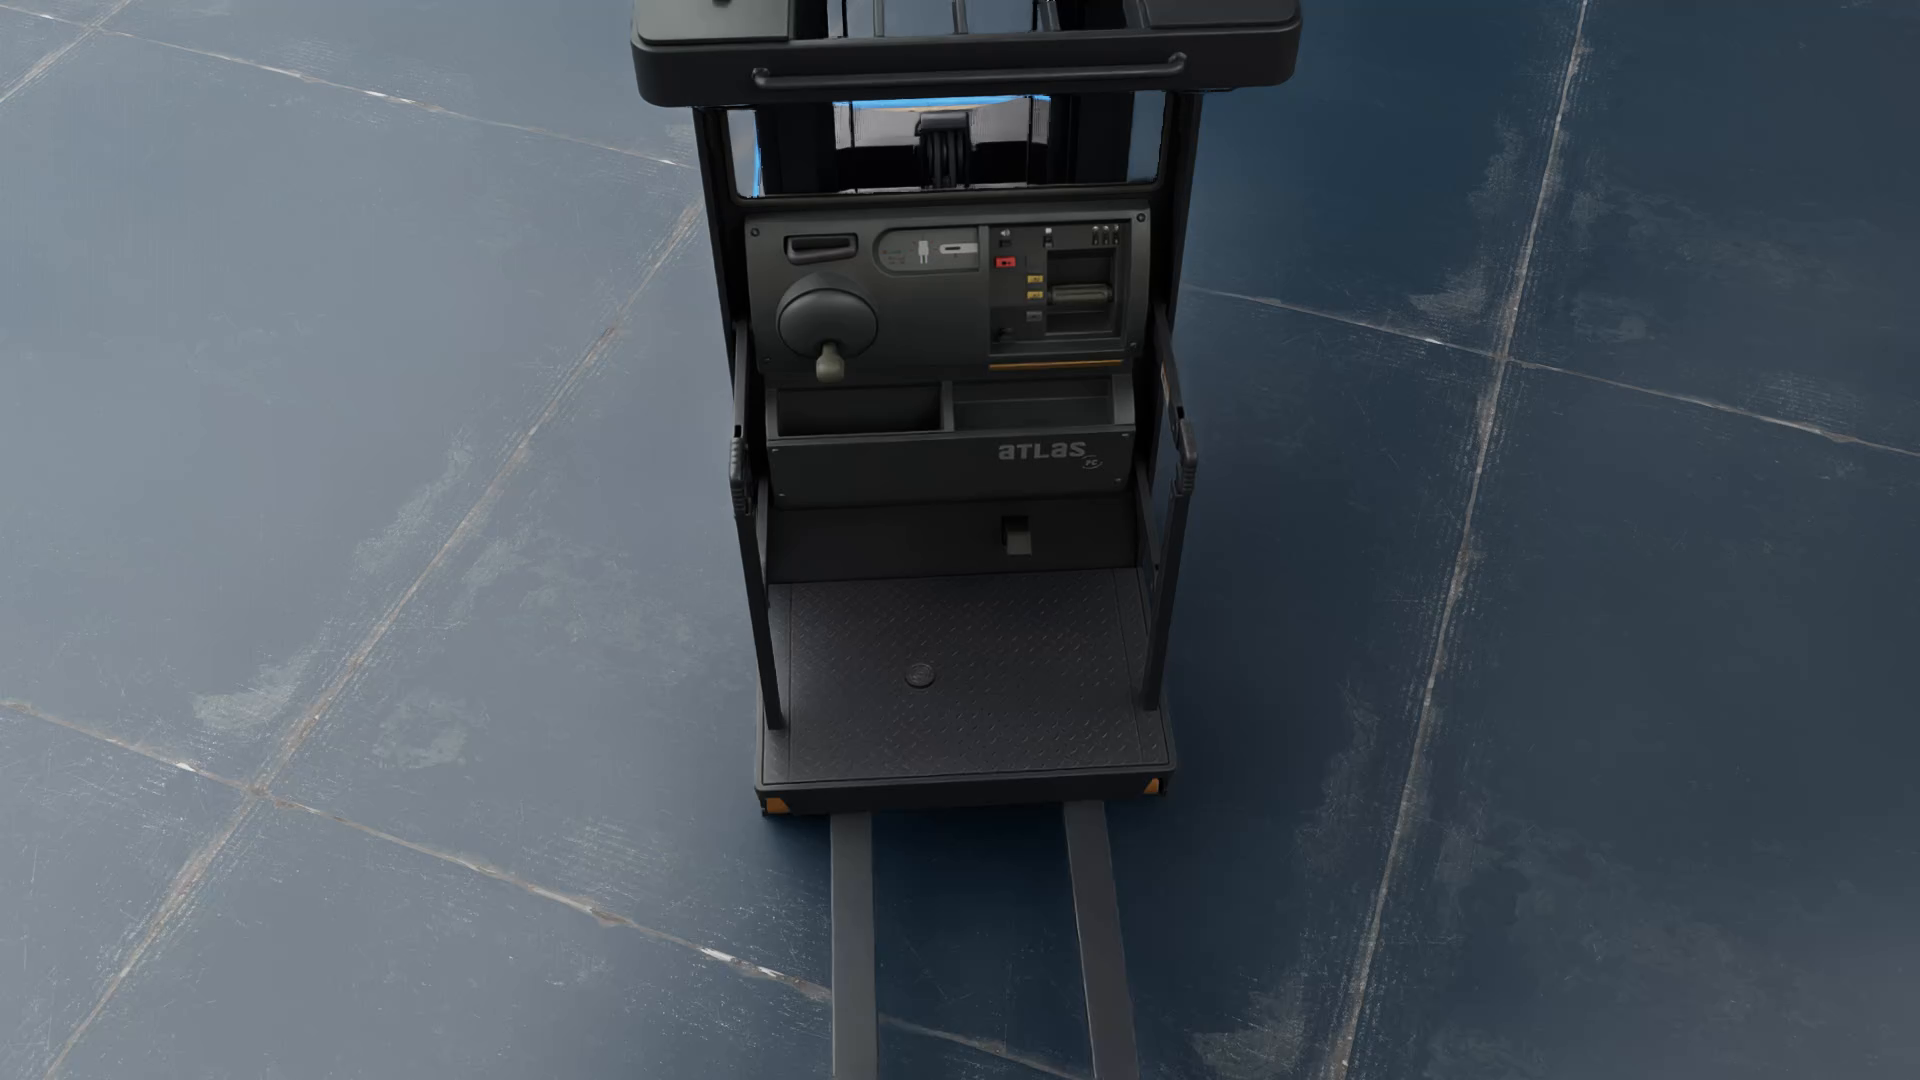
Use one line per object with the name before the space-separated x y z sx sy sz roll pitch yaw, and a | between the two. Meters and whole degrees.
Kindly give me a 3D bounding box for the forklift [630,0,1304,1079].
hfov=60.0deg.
forklift | -0.009 -0.471 3.719 1.130 2.935 3.031 -3 49 -2
